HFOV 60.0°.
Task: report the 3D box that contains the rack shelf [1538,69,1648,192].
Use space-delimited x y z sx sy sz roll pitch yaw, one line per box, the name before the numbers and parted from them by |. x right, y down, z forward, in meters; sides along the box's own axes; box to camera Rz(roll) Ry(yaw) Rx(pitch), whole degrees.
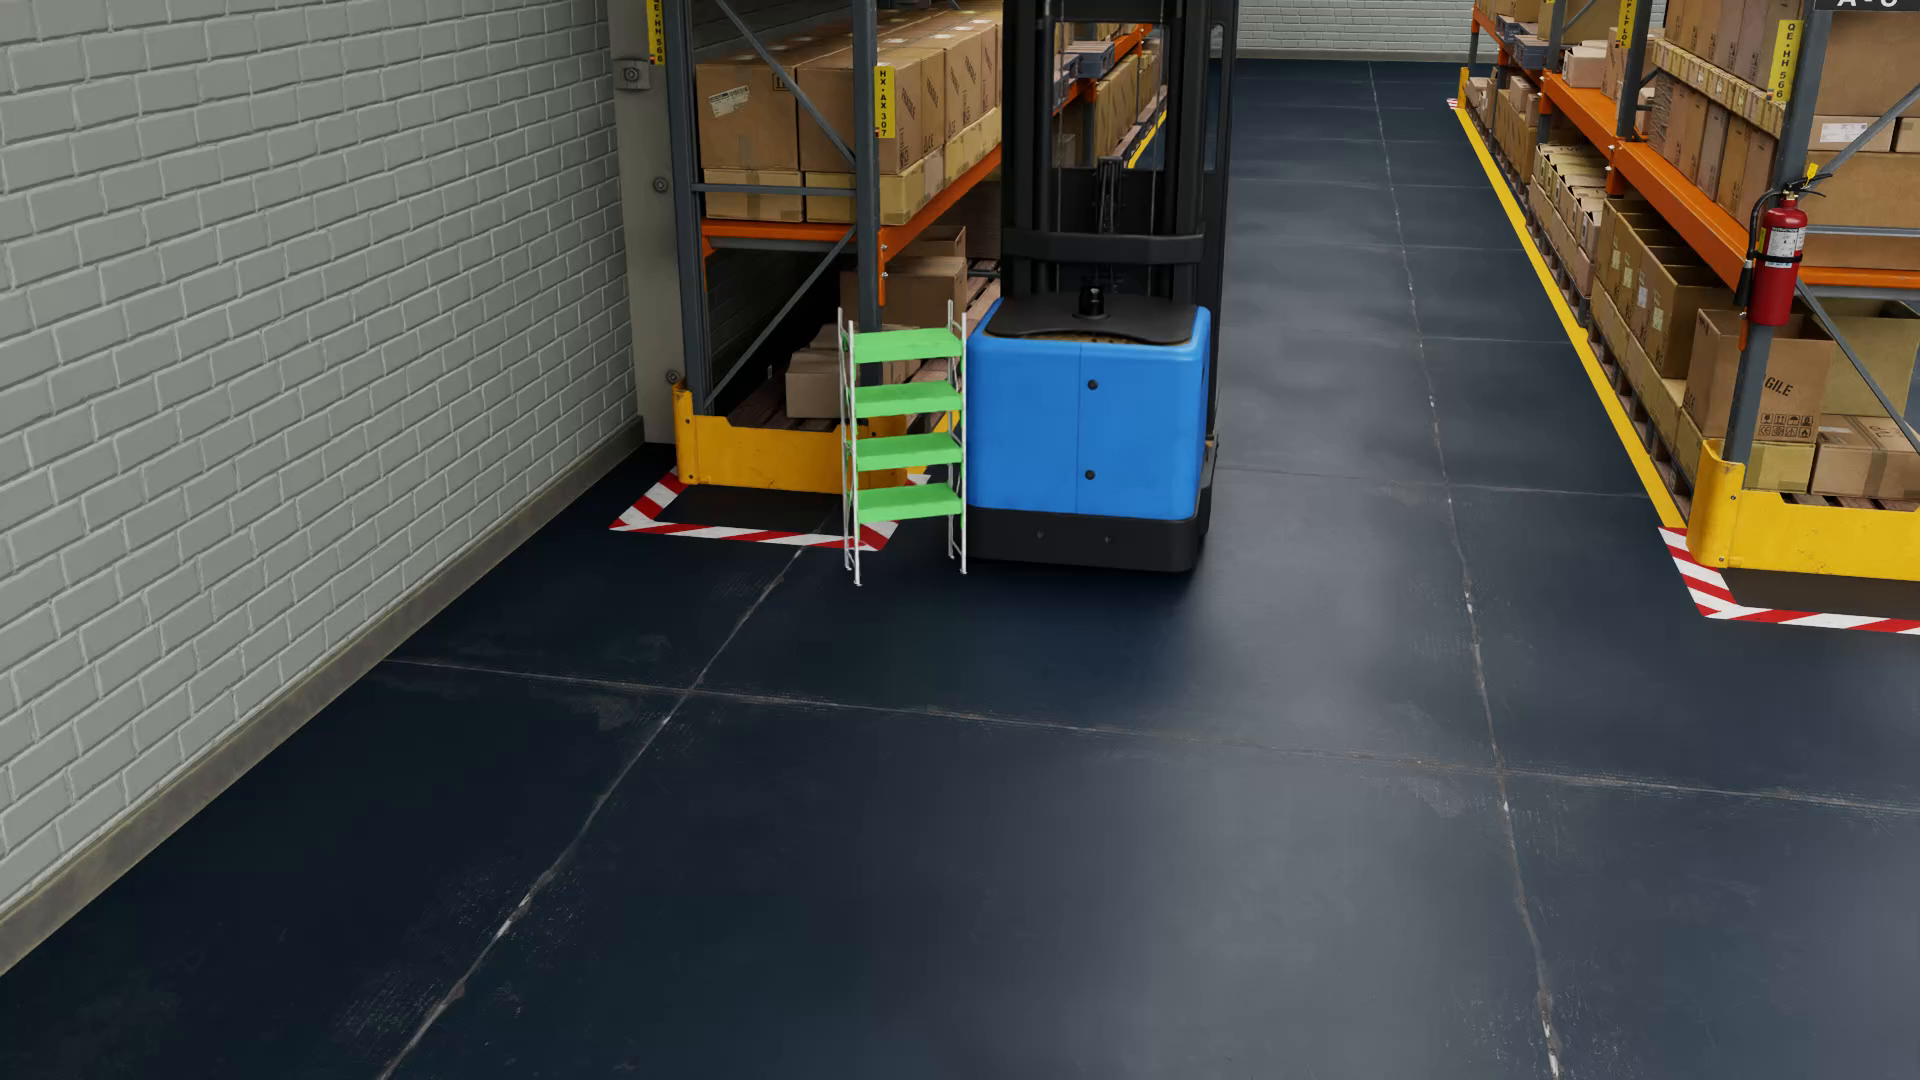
rack shelf | 5.190 -3.161 12.651 1.077 0.370 4.000 4 22 11

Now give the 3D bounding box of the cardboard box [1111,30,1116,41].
cardboard box | 1.404 -5.256 17.198 0.380 0.149 0.250 5 23 13

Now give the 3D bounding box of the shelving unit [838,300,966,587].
shelving unit | -0.249 -0.419 7.288 0.503 1.200 0.258 -6 23 -14

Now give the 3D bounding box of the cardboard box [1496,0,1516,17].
cardboard box | 6.098 -5.774 17.480 0.700 0.500 0.500 -3 22 -7

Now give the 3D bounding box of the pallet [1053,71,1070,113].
pallet | 0.230 -3.319 12.337 1.003 0.211 1.213 4 22 11

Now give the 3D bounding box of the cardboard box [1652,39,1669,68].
cardboard box | 4.537 -3.027 10.353 0.380 0.149 0.250 4 22 11

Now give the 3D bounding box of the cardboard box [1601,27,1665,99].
cardboard box | 5.271 -3.658 12.788 0.500 0.500 0.500 3 22 8

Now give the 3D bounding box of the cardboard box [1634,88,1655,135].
cardboard box | 4.839 -2.878 11.184 0.500 0.250 0.500 6 23 14

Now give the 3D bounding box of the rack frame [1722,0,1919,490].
rack frame | 3.965 -1.301 7.068 1.000 3.000 0.127 4 22 11

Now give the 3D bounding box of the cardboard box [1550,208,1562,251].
cardboard box | 4.897 -2.415 12.953 0.500 0.250 0.500 5 22 12

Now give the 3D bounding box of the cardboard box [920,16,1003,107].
cardboard box | 0.041 -3.048 10.577 0.500 0.500 0.500 4 22 11

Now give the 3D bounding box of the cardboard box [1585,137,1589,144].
cardboard box | 6.072 -3.608 15.554 0.500 0.500 0.500 4 22 9

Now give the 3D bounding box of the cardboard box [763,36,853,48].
cardboard box | -0.783 -2.526 9.281 0.500 0.500 0.500 4 22 9

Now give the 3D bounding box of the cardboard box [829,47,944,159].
cardboard box | -0.383 -2.296 8.710 0.500 0.500 0.500 5 22 11

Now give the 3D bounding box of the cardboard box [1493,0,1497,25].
cardboard box | 6.369 -6.127 18.918 0.500 0.500 0.500 5 22 12

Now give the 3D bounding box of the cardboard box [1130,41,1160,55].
cardboard box | 2.436 -6.447 21.761 0.380 0.149 0.250 5 22 12

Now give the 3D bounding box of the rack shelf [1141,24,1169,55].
rack shelf | 1.972 -6.464 20.850 1.077 0.370 4.000 4 22 11

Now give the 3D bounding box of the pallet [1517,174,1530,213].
pallet | 5.787 -3.203 15.525 1.003 0.211 1.213 4 22 11

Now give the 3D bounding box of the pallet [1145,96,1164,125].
pallet | 2.042 -5.492 21.207 1.003 0.211 1.213 4 22 11

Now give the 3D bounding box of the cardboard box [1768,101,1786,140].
cardboard box | 3.909 -1.898 7.550 0.380 0.149 0.250 5 22 12

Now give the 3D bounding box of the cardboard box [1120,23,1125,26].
cardboard box | 1.414 -5.518 16.980 0.500 0.500 0.500 5 22 12

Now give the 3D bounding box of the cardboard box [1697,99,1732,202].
cardboard box | 4.386 -2.083 8.878 0.700 0.500 0.500 5 23 13

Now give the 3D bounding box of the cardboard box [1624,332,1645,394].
cardboard box | 4.080 -0.988 9.411 0.500 0.250 0.500 4 22 11

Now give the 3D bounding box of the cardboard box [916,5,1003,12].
cardboard box | 0.069 -3.574 11.990 0.700 0.500 0.500 5 22 11

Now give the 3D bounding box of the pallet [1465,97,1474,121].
pallet | 7.053 -5.539 21.326 1.003 0.211 1.213 4 22 11

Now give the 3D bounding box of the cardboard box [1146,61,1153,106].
cardboard box | 2.029 -5.738 20.869 0.700 0.500 0.500 5 22 12

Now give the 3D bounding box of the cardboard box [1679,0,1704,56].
cardboard box | 4.595 -3.064 9.576 0.700 0.500 0.500 4 22 11

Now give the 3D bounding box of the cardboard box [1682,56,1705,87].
cardboard box | 4.330 -2.654 9.426 0.380 0.149 0.250 4 22 9

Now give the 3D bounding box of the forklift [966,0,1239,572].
forklift | 0.786 -1.736 8.242 1.130 2.935 3.031 4 22 10

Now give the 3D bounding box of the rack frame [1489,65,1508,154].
rack frame | 6.414 -5.690 17.965 1.000 3.000 0.127 4 22 11

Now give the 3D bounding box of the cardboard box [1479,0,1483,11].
cardboard box | 6.781 -6.868 20.756 0.500 0.500 0.500 4 22 10

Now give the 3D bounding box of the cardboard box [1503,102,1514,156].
cardboard box | 5.870 -4.198 17.018 0.500 0.500 0.500 5 22 12

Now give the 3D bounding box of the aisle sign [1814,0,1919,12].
aisle sign | 3.664 -2.505 6.579 0.394 0.787 0.004 4 22 11

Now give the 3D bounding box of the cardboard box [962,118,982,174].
cardboard box | -0.167 -2.333 9.804 0.500 0.250 0.500 5 22 11

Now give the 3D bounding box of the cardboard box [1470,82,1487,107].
cardboard box | 6.638 -5.538 20.681 0.500 0.250 0.500 4 22 11

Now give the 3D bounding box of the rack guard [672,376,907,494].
rack guard | -0.869 -0.545 8.539 1.175 0.500 0.348 4 22 11

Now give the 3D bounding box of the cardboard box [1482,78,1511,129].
cardboard box | 6.253 -4.964 18.921 0.500 0.500 0.500 4 22 11

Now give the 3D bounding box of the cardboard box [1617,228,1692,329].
cardboard box | 4.177 -1.519 9.726 0.500 0.500 0.500 4 22 11

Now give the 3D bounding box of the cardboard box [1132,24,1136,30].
cardboard box | 1.744 -5.719 18.349 0.380 0.149 0.250 5 22 12

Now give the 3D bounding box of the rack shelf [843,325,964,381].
rack shelf | -0.249 -0.805 7.132 0.480 0.148 0.258 -6 23 -14

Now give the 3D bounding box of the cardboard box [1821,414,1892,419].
cardboard box | 4.391 -0.583 8.403 0.500 0.250 0.500 4 22 11

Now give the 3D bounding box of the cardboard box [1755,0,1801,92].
cardboard box | 4.186 -2.331 7.756 0.700 0.500 0.500 4 22 10

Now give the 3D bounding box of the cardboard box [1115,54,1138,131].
cardboard box | 1.558 -5.016 18.608 0.750 0.750 0.750 5 22 12

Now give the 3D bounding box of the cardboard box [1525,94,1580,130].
cardboard box | 5.566 -4.000 15.523 0.500 0.250 0.500 5 23 13

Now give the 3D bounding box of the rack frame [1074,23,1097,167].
rack frame | 0.748 -4.603 15.267 1.000 3.000 0.127 4 22 11

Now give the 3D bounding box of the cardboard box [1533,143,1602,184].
cardboard box | 5.203 -3.237 14.243 0.500 0.311 0.500 5 23 13

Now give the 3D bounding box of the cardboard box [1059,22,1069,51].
cardboard box | 0.574 -4.474 14.225 0.700 0.500 0.500 2 22 6

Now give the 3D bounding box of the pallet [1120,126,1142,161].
pallet | 1.480 -4.484 18.706 1.003 0.211 1.213 4 22 11

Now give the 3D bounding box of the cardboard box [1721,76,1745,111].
cardboard box | 4.120 -2.276 8.488 0.380 0.149 0.250 5 22 12

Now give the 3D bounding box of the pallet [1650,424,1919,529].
pallet | 4.080 -0.290 8.292 1.003 0.211 1.213 4 22 11

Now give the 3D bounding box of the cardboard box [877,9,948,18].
cardboard box | -0.369 -3.272 11.132 0.500 0.500 0.500 4 22 10

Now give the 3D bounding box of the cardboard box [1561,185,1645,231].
cardboard box | 4.788 -2.486 12.380 0.500 0.311 0.500 4 22 11

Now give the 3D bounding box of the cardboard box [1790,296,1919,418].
cardboard box | 4.393 -0.930 8.263 0.500 0.500 0.500 4 22 11

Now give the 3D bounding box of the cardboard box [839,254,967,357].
cardboard box | -0.341 -1.441 10.173 0.700 0.500 0.500 3 22 8

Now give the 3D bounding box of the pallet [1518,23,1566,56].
pallet | 5.990 -4.849 16.136 1.003 0.211 1.213 4 22 11

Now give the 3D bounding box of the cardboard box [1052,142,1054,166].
cardboard box | 0.433 -3.201 14.543 0.700 0.500 0.500 4 22 11
